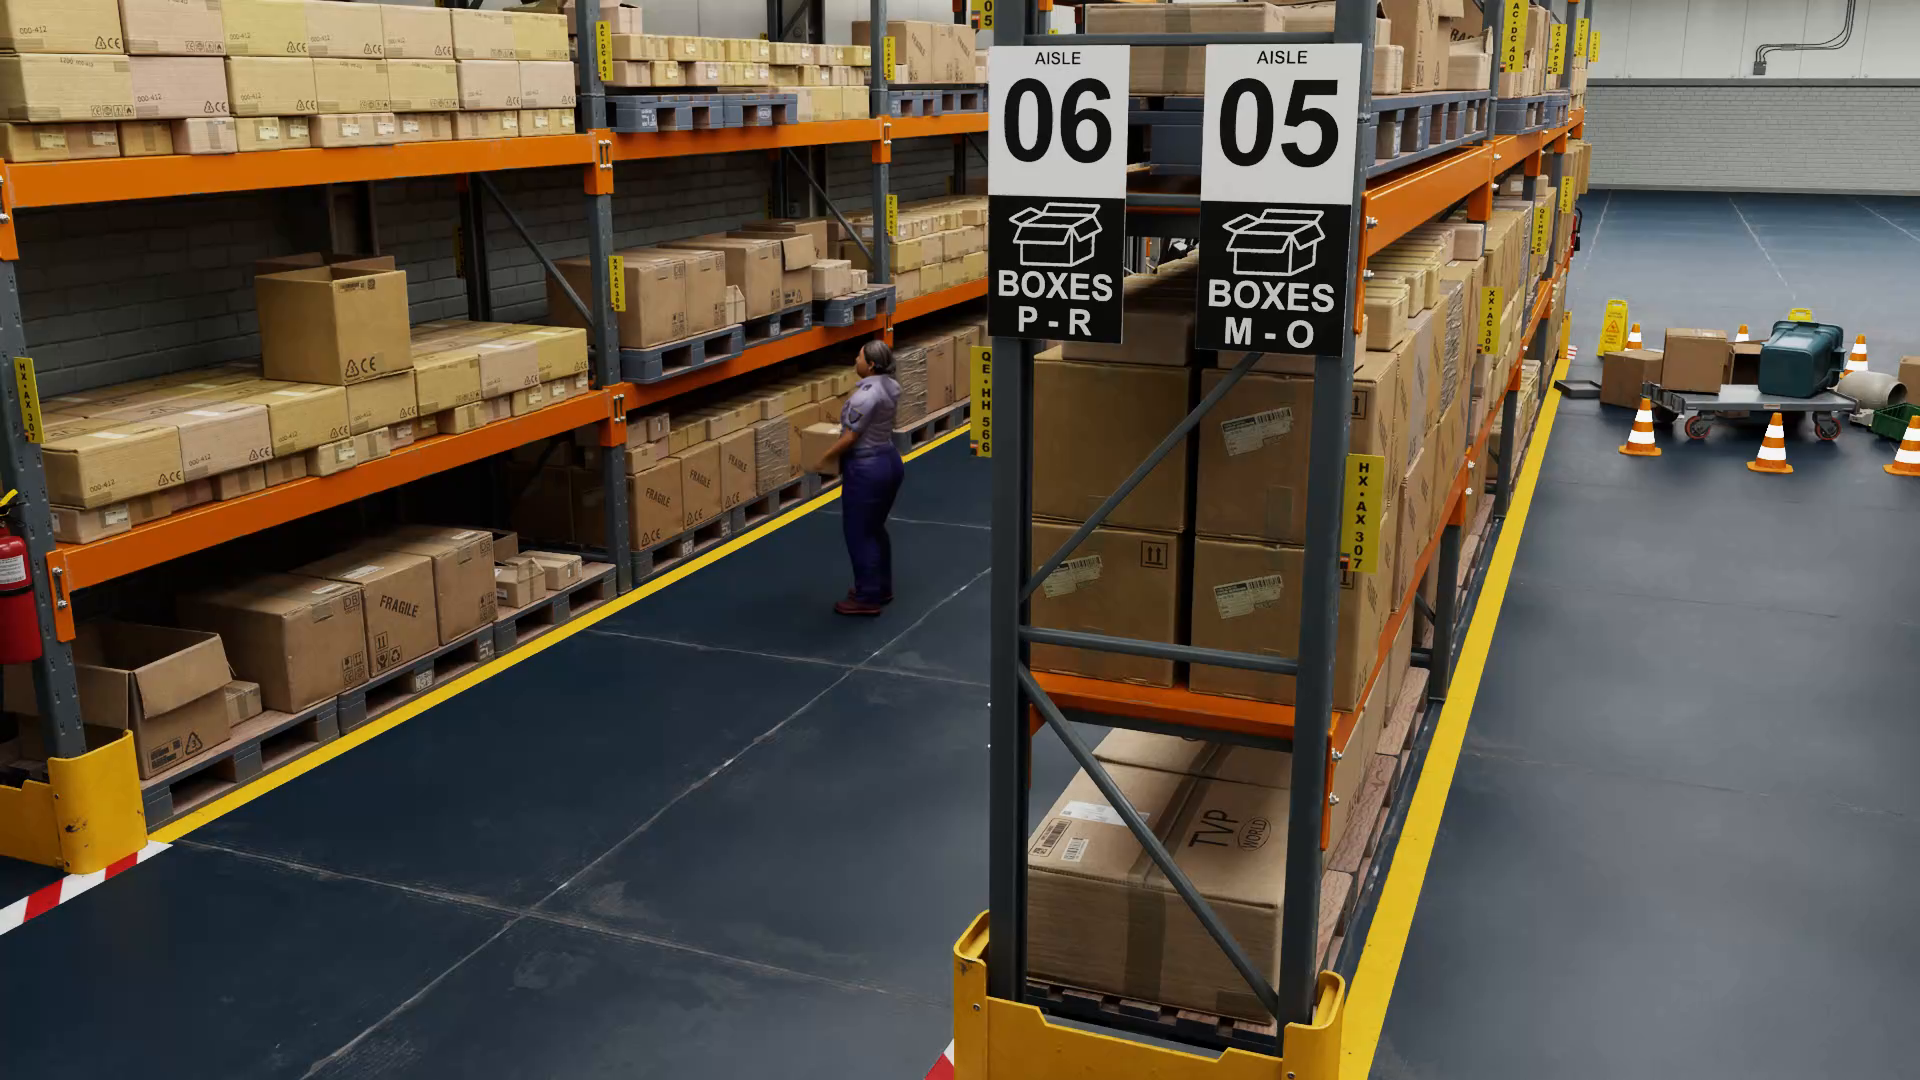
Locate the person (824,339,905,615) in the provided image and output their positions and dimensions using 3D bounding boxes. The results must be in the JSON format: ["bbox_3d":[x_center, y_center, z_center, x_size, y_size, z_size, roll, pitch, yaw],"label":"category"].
[{"bbox_3d":[-0.613,-0.394,9.973,0.511,1.643,0.455,7,17,23],"label":"person"}]
